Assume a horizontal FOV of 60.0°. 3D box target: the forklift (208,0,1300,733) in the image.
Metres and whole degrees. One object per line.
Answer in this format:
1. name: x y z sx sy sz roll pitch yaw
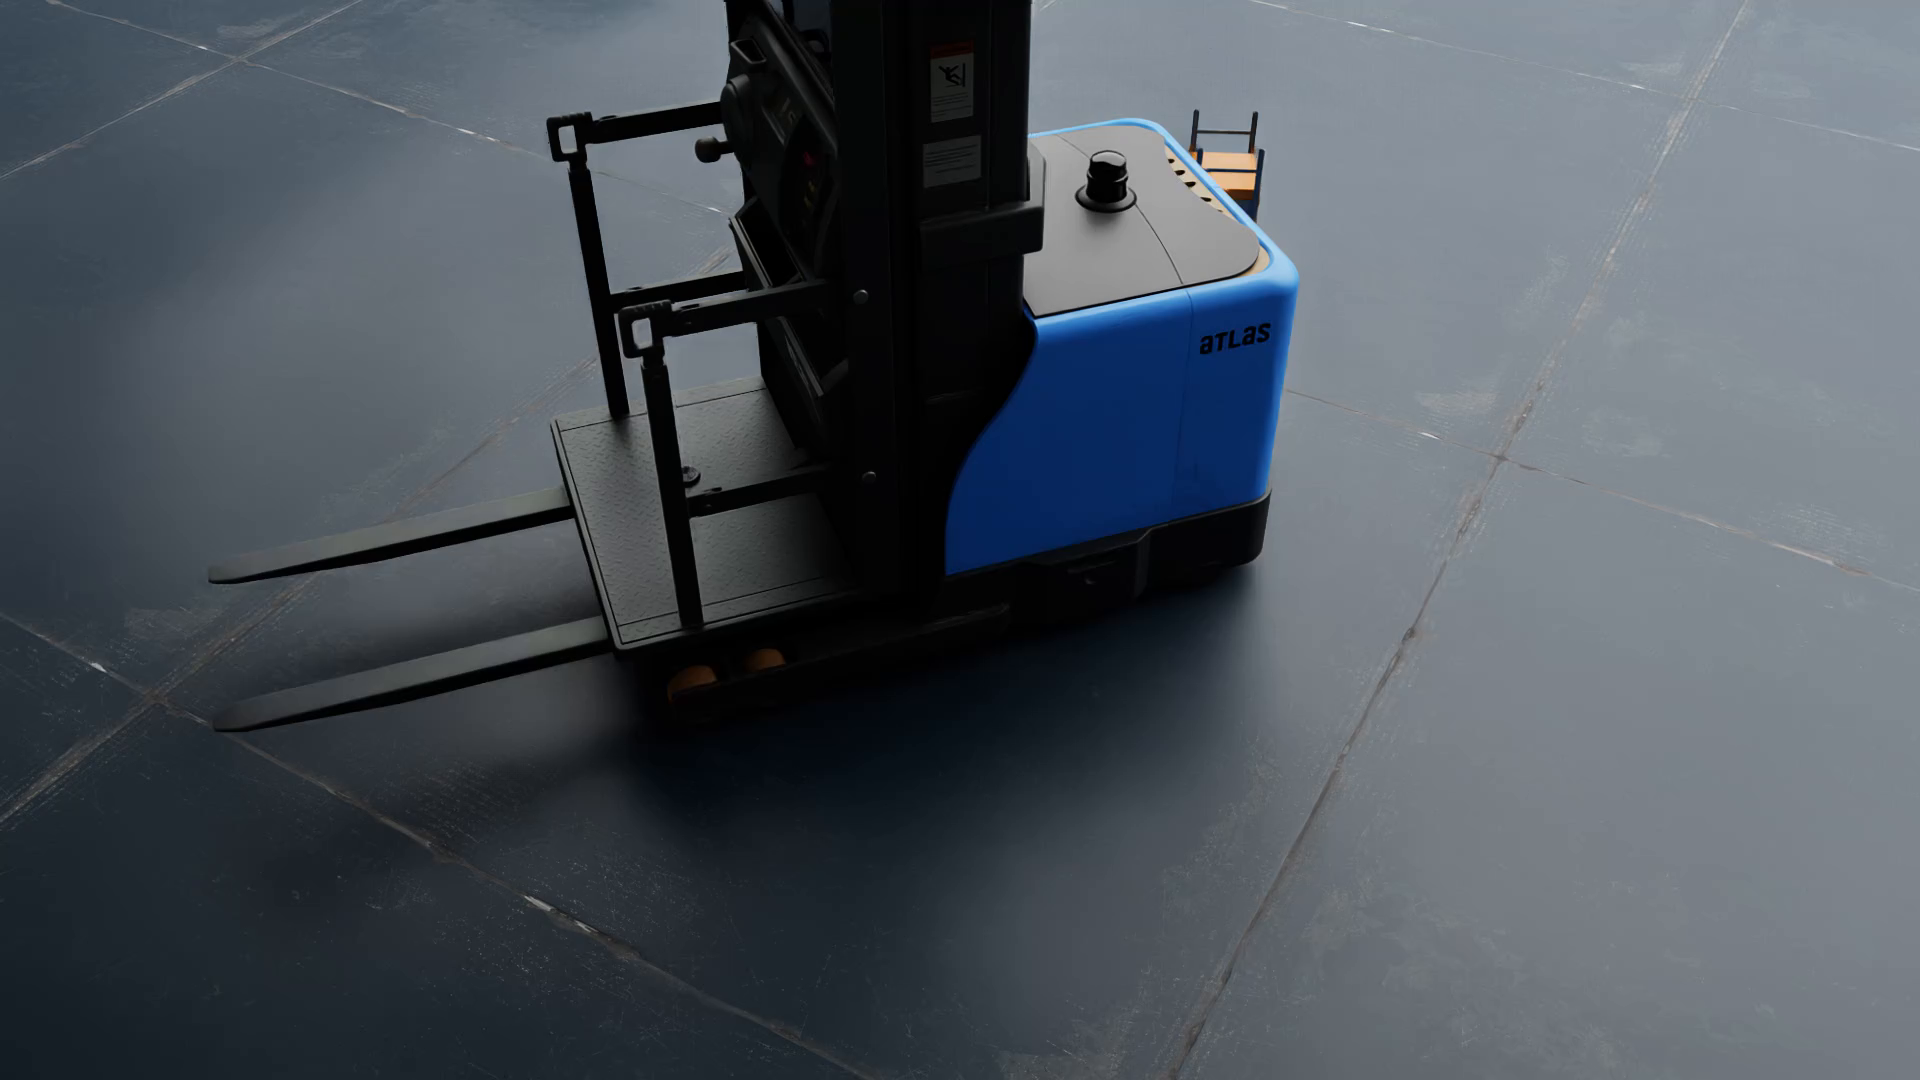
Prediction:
1. forklift: -0.639 -0.981 4.146 3.031 2.935 1.130 -13 43 -15

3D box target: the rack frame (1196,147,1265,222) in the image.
1. rack frame: 0.815 -0.781 5.343 0.200 1.050 0.008 2 41 2

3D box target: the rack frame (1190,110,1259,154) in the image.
1. rack frame: 0.829 -0.942 5.526 0.200 1.050 0.008 2 41 2

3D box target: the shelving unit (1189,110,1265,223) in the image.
1. shelving unit: 0.822 -0.862 5.434 0.215 1.050 0.252 2 41 2

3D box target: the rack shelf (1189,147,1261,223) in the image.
1. rack shelf: 0.822 -1.067 5.254 0.215 0.259 0.240 2 41 2
